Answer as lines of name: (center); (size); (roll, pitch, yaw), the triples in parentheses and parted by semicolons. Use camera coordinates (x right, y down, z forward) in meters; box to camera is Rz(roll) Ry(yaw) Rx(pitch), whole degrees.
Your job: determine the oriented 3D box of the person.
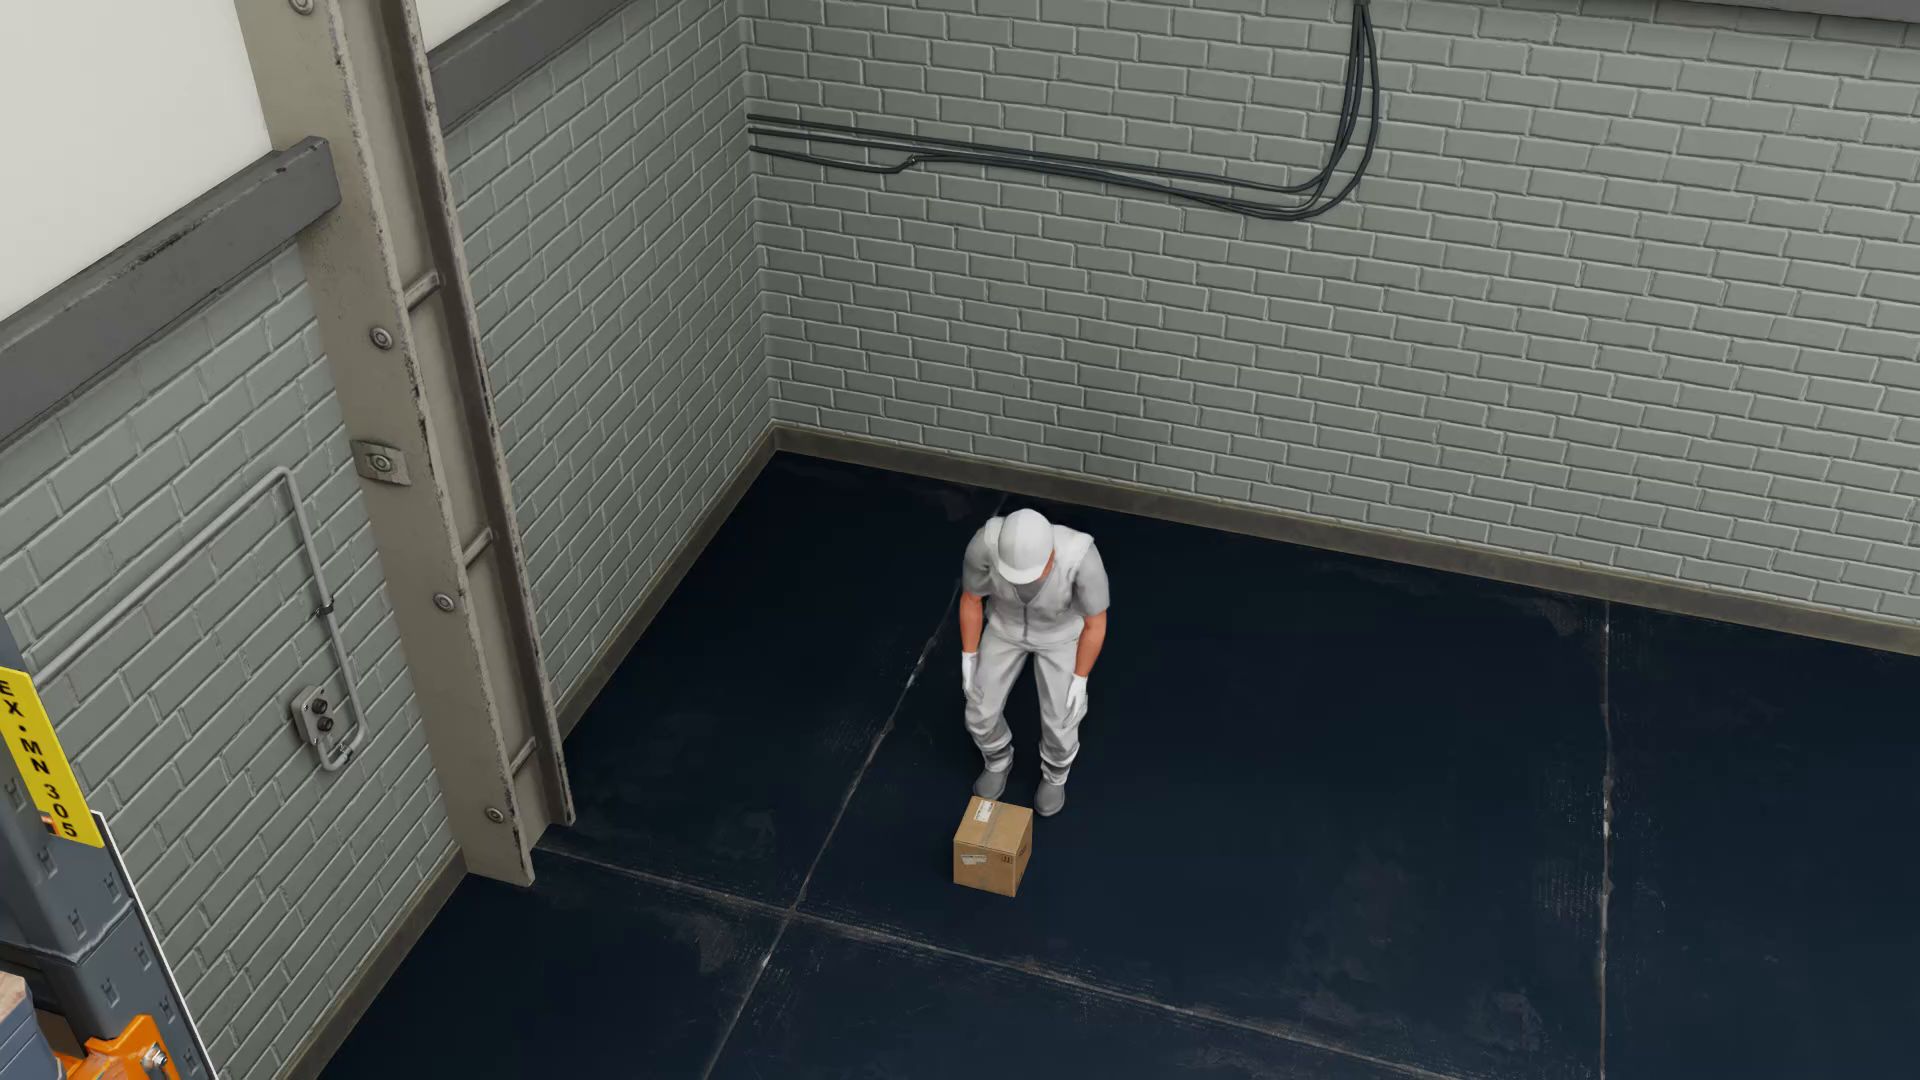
person: (0.287, 0.437, 6.462); (0.575, 1.580, 0.647); (11, 38, 14)
